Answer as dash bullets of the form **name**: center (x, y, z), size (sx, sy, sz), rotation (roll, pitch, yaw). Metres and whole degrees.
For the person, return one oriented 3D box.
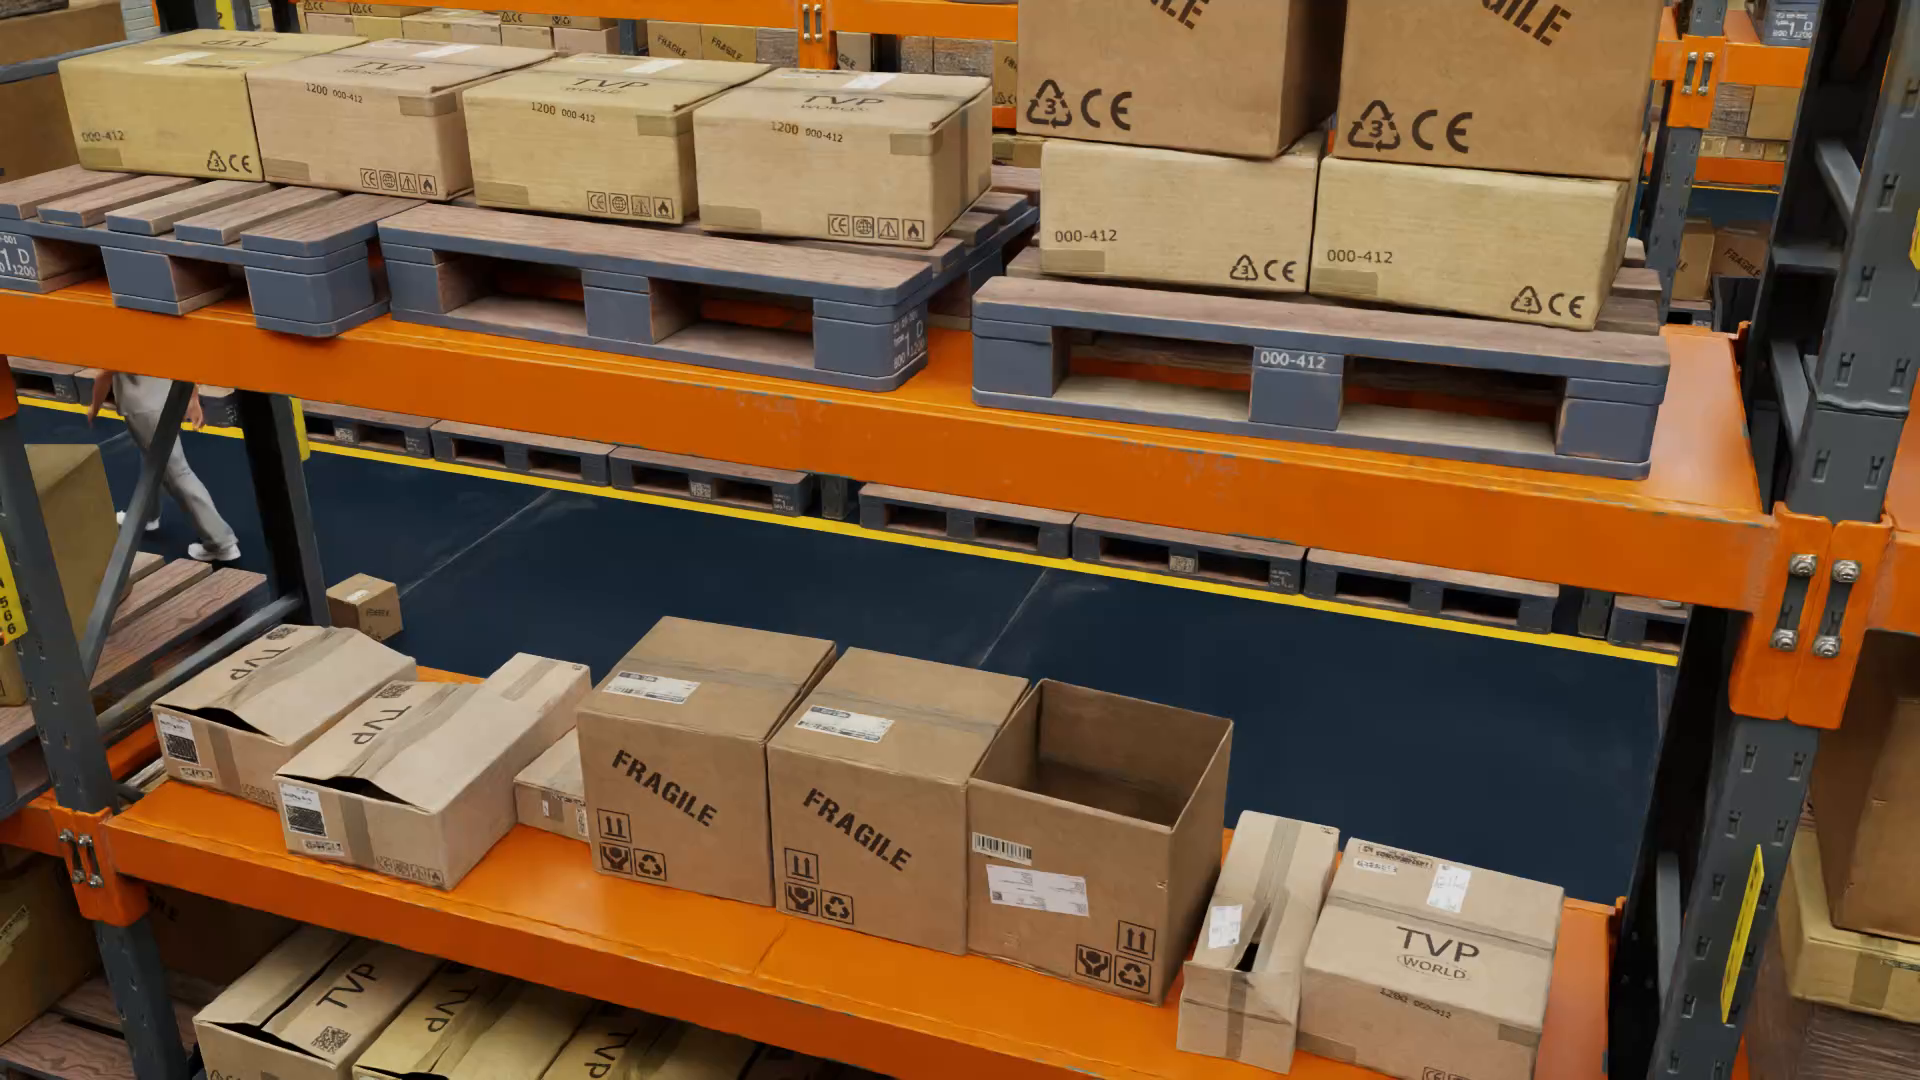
- **person**: center (-4.230, -0.697, 8.525), size (1.006, 1.610, 0.450), rotation (10, 28, 20)
